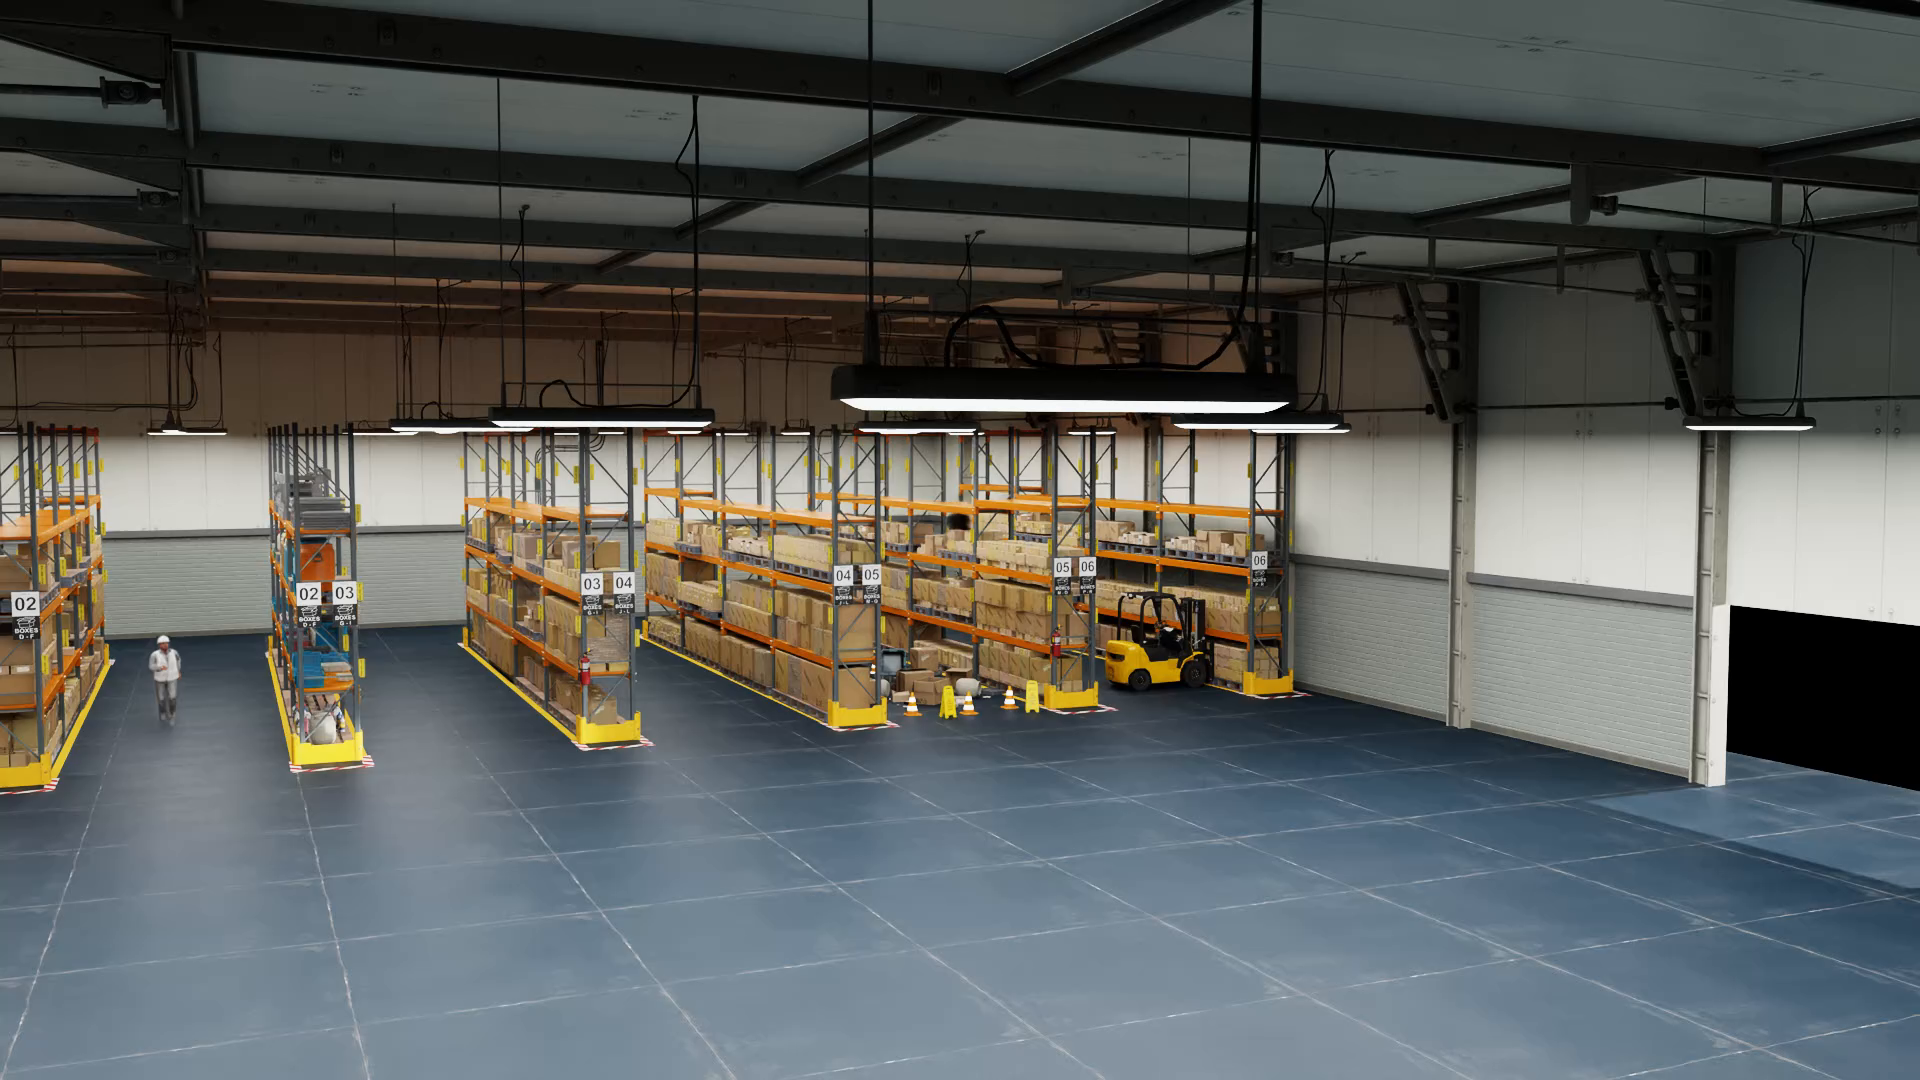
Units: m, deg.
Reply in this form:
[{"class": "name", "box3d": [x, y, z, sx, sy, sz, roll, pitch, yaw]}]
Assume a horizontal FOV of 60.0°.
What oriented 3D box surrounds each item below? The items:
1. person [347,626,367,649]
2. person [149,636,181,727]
[{"class": "person", "box3d": [-16.617, 2.122, 45.121, 0.873, 1.681, 0.674, 1, 4, 20]}, {"class": "person", "box3d": [-15.855, 2.815, 33.183, 0.594, 1.825, 0.833, -2, 4, -29]}]
